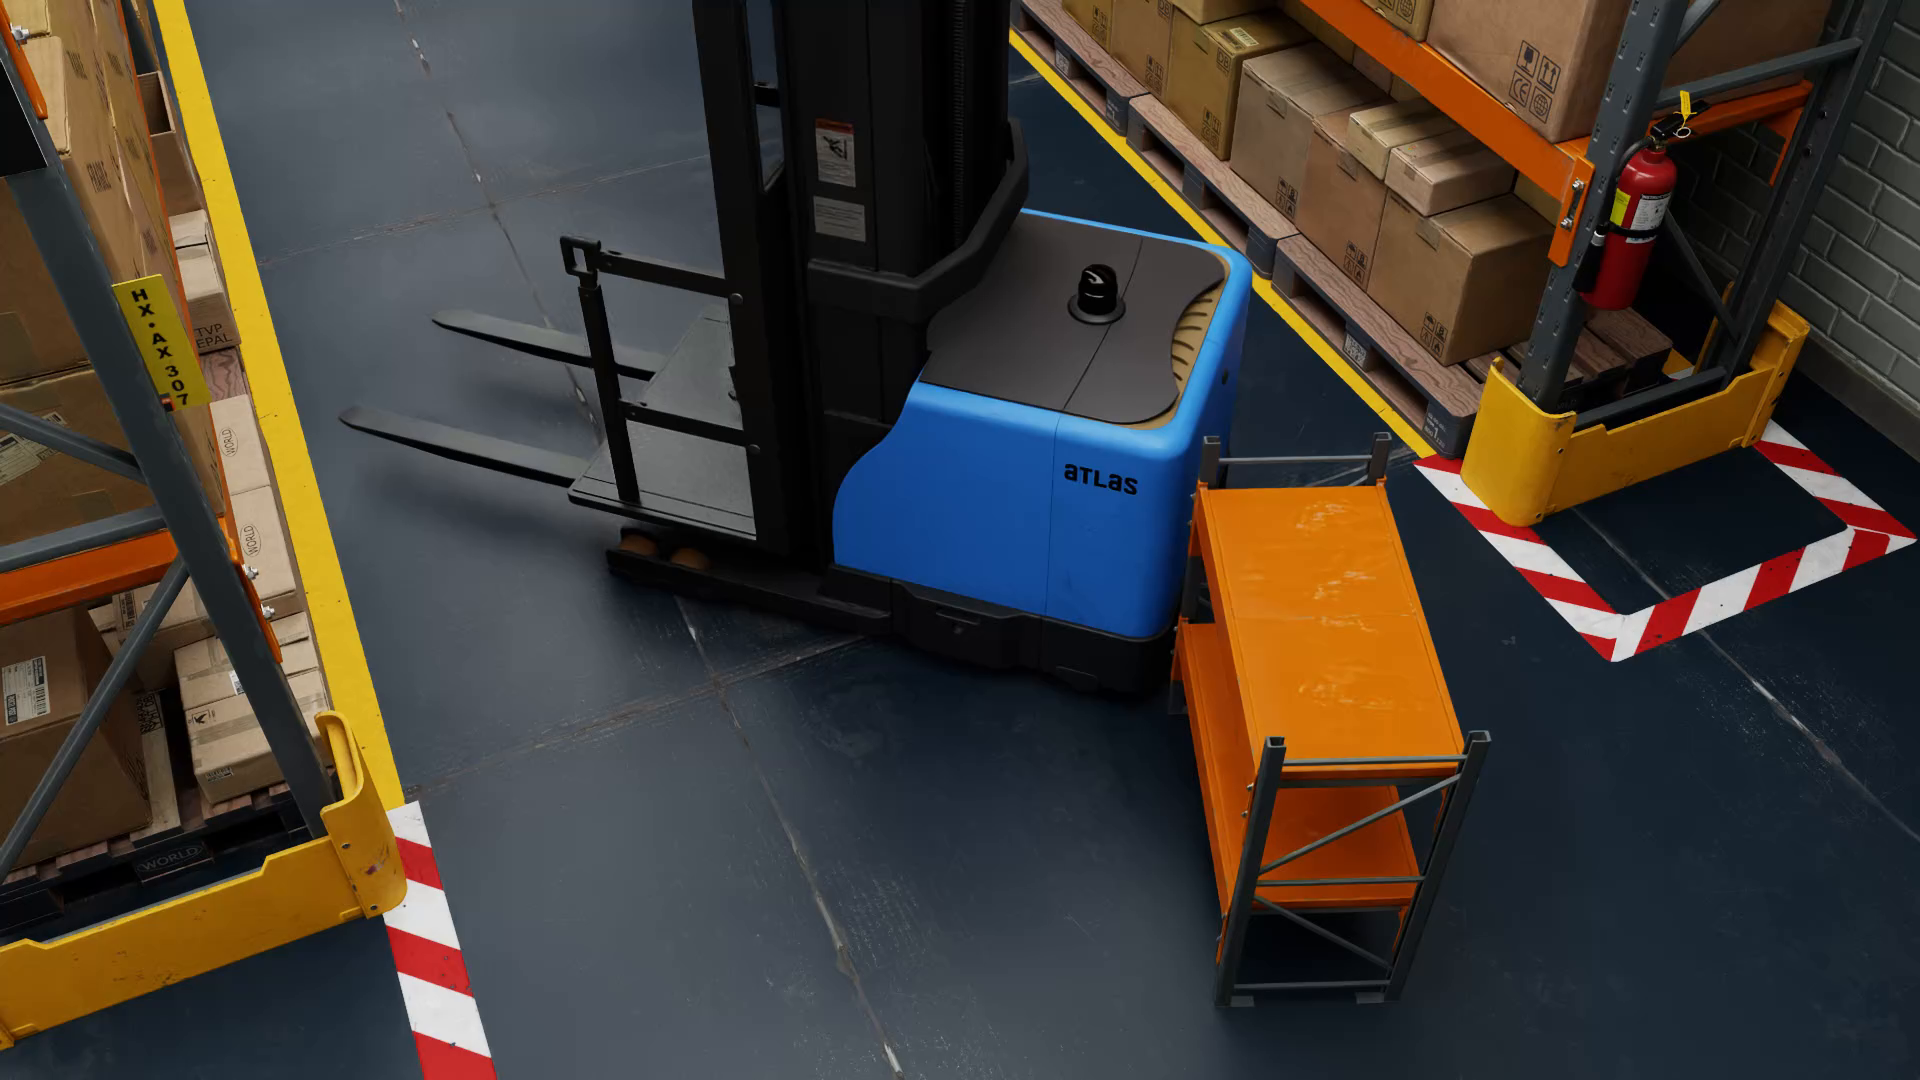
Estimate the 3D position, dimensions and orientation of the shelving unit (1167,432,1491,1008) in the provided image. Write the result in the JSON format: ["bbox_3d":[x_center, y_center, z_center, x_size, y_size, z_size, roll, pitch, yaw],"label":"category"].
[{"bbox_3d":[0.915,0.486,4.457,0.538,1.125,1.048,-1,45,-1],"label":"shelving unit"}]

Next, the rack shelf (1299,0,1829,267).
[{"bbox_3d":[1.529,-2.412,6.571,1.077,0.370,4.000,-18,47,-17],"label":"rack shelf"}]

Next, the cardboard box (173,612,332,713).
[{"bbox_3d":[-2.093,0.396,4.917,0.380,0.166,0.250,-18,47,-17],"label":"cardboard box"}]

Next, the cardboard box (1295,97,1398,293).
[{"bbox_3d":[1.774,-1.389,6.503,0.700,0.500,0.500,-18,47,-18],"label":"cardboard box"}]

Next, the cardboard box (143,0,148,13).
[{"bbox_3d":[-4.225,-2.782,7.900,0.500,0.500,0.500,-17,47,-17],"label":"cardboard box"}]

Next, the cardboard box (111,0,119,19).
[{"bbox_3d":[-3.144,-1.942,5.512,0.500,0.500,0.500,-17,47,-16],"label":"cardboard box"}]

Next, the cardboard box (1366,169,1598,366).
[{"bbox_3d":[1.985,-1.070,6.180,0.700,0.500,0.500,-18,47,-17],"label":"cardboard box"}]

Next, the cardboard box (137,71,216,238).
[{"bbox_3d":[-3.308,-1.465,6.566,0.500,0.500,0.500,-18,47,-17],"label":"cardboard box"}]

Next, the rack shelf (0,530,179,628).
[{"bbox_3d":[-2.964,-1.017,5.018,0.919,0.124,3.809,-18,47,-17],"label":"rack shelf"}]

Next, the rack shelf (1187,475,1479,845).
[{"bbox_3d":[0.915,0.278,4.251,0.538,0.278,1.000,-1,45,-1],"label":"rack shelf"}]

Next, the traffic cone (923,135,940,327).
[{"bbox_3d":[-0.204,-0.836,5.055,0.259,1.202,0.252,-18,47,-17],"label":"traffic cone"}]

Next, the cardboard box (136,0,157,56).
[{"bbox_3d":[-4.022,-2.461,7.575,0.500,0.500,0.500,-17,47,-17],"label":"cardboard box"}]

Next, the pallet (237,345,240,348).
[{"bbox_3d":[-3.517,-1.047,6.661,1.003,0.211,1.213,-18,47,-17],"label":"pallet"}]

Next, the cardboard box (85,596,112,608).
[{"bbox_3d":[-2.948,0.005,5.253,0.500,0.250,0.500,-18,47,-17],"label":"cardboard box"}]

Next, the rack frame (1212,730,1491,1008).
[{"bbox_3d":[0.931,0.843,4.095,0.500,1.125,0.032,-1,45,-1],"label":"rack frame"}]

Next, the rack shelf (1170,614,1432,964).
[{"bbox_3d":[0.915,0.660,4.628,0.538,0.278,1.000,-1,45,-1],"label":"rack shelf"}]

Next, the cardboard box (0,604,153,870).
[{"bbox_3d":[-2.575,0.531,4.543,0.500,0.500,0.500,-18,47,-17],"label":"cardboard box"}]

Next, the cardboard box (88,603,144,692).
[{"bbox_3d":[-2.664,0.365,4.949,0.380,0.166,0.250,-18,47,-17],"label":"cardboard box"}]

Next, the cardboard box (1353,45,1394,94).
[{"bbox_3d":[1.792,-1.925,6.584,0.380,0.149,0.250,-17,47,-17],"label":"cardboard box"}]

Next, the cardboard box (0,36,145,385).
[{"bbox_3d":[-2.071,-0.681,3.521,0.500,0.500,0.500,-17,47,-16],"label":"cardboard box"}]

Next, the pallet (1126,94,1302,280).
[{"bbox_3d":[1.453,-1.664,7.286,1.003,0.211,1.213,-18,47,-17],"label":"pallet"}]

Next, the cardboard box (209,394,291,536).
[{"bbox_3d":[-2.515,-0.174,5.435,0.500,0.250,0.500,-18,47,-17],"label":"cardboard box"}]

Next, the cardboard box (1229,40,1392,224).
[{"bbox_3d":[1.562,-1.709,6.827,0.700,0.500,0.500,-19,48,-19],"label":"cardboard box"}]

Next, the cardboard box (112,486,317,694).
[{"bbox_3d":[-2.305,0.145,5.112,0.500,0.250,0.500,-18,47,-17],"label":"cardboard box"}]

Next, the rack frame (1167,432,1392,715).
[{"bbox_3d":[0.899,0.129,4.818,0.500,1.125,0.032,-1,45,-1],"label":"rack frame"}]

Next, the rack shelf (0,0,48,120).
[{"bbox_3d":[-2.964,-2.015,4.033,1.077,0.370,4.000,-18,47,-17],"label":"rack shelf"}]

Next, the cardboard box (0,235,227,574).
[{"bbox_3d":[-2.071,-0.325,3.872,0.500,0.500,0.500,-17,47,-17],"label":"cardboard box"}]

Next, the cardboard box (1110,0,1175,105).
[{"bbox_3d":[1.117,-2.375,7.502,0.700,0.500,0.500,-18,48,-18],"label":"cardboard box"}]

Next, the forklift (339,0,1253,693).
[{"bbox_3d":[-0.656,-1.190,4.869,3.031,2.935,1.130,14,46,13],"label":"forklift"}]

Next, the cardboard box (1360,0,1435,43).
[{"bbox_3d":[1.830,-2.283,5.715,0.980,0.700,0.700,-18,48,-18],"label":"cardboard box"}]

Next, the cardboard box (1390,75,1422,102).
[{"bbox_3d":[1.900,-1.763,6.420,0.380,0.149,0.250,-18,47,-17],"label":"cardboard box"}]

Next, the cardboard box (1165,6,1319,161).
[{"bbox_3d":[1.331,-2.047,7.170,0.700,0.500,0.500,-17,47,-16],"label":"cardboard box"}]

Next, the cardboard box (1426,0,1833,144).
[{"bbox_3d":[2.146,-1.823,5.248,0.980,0.700,0.700,-16,47,-16],"label":"cardboard box"}]

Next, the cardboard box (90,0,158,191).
[{"bbox_3d":[-2.710,-1.292,4.852,0.500,0.500,0.500,-17,47,-17],"label":"cardboard box"}]

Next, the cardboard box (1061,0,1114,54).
[{"bbox_3d":[0.909,-2.696,7.827,0.700,0.500,0.500,-17,47,-17],"label":"cardboard box"}]

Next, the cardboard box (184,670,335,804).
[{"bbox_3d":[-1.988,0.561,4.762,0.380,0.149,0.250,-18,47,-17],"label":"cardboard box"}]

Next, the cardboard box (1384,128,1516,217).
[{"bbox_3d":[1.765,-1.329,5.980,0.380,0.149,0.250,-19,48,-18],"label":"cardboard box"}]

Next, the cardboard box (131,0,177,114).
[{"bbox_3d":[-3.788,-2.125,7.234,0.500,0.500,0.500,-20,48,-19],"label":"cardboard box"}]

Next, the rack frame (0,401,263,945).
[{"bbox_3d":[-2.120,0.070,3.543,0.949,2.616,0.053,-18,47,-17],"label":"rack frame"}]

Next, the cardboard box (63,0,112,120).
[{"bbox_3d":[-2.503,-1.332,4.181,0.500,0.500,0.500,-17,47,-17],"label":"cardboard box"}]

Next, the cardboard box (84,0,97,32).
[{"bbox_3d":[-2.718,-1.655,4.509,0.500,0.500,0.500,-18,48,-18],"label":"cardboard box"}]

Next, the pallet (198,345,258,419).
[{"bbox_3d":[-3.000,-0.269,5.872,1.003,0.211,1.213,-18,47,-17],"label":"pallet"}]
